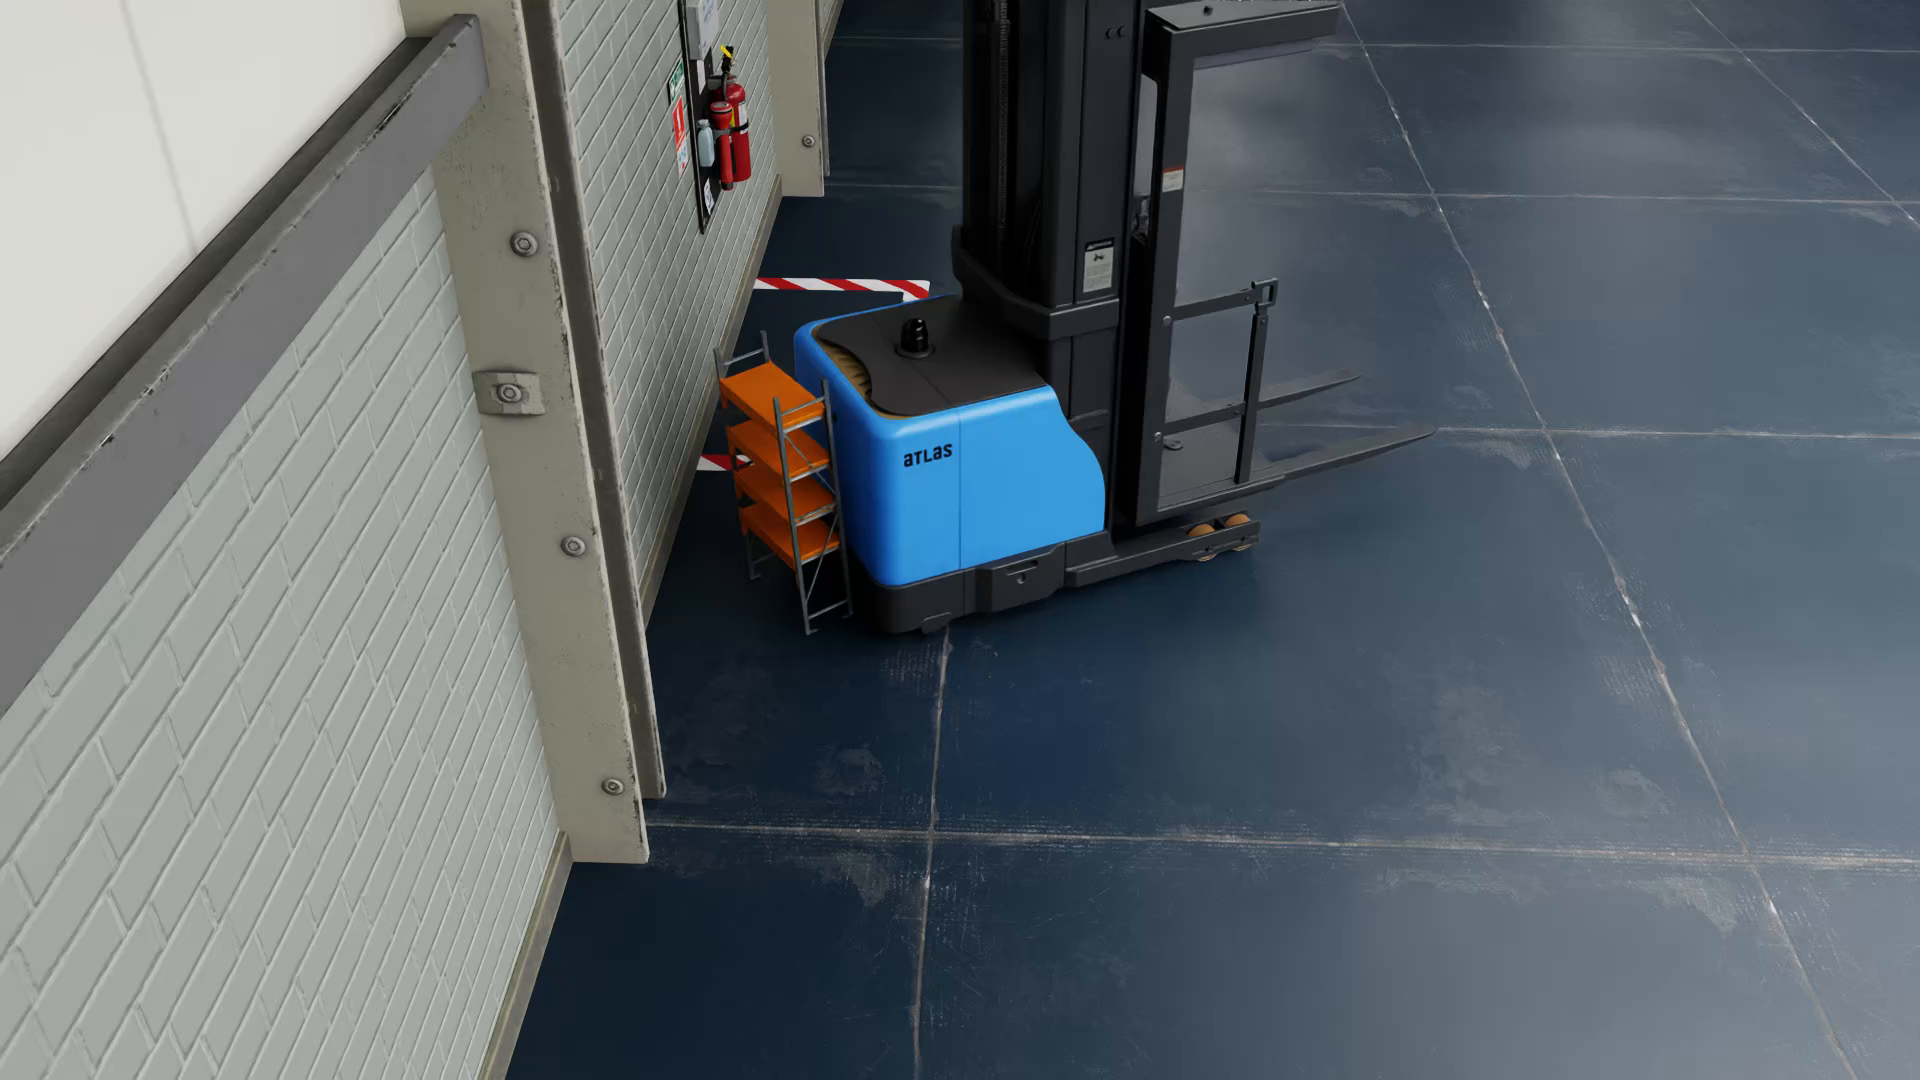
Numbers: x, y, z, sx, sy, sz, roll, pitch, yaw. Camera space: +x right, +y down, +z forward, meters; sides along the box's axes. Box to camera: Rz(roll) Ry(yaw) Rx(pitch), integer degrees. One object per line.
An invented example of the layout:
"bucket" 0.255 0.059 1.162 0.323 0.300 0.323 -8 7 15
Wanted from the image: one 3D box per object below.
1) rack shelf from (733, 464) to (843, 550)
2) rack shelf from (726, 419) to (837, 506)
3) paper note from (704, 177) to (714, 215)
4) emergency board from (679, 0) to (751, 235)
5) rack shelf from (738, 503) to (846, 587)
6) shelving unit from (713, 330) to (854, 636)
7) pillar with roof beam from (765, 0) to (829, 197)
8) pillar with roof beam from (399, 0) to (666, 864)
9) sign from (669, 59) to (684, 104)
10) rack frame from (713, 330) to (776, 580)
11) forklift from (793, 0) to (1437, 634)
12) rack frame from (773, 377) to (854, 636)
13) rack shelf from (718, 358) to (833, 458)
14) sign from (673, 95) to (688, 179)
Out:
"rack shelf" -0.733 -0.176 7.061 0.258 0.148 0.480 -25 42 -26
"rack shelf" -0.744 -0.354 6.926 0.258 0.148 0.480 -25 42 -26
"paper note" -1.262 -1.732 8.372 0.016 0.148 0.142 1 35 2
"emergency board" -1.186 -2.192 8.261 0.194 1.169 0.643 1 35 2
"rack shelf" -0.723 -0.017 7.180 0.258 0.148 0.480 -25 42 -26
"shelving unit" -0.736 -0.229 7.020 0.258 1.200 0.503 -25 42 -26
"pillar with roof beam" 3.253 -5.966 8.413 9.100 9.000 0.400 1 35 2
"pillar with roof beam" 3.012 -2.519 3.508 9.100 9.000 0.400 1 35 2
"sign" -1.302 -2.111 7.653 0.001 0.109 0.331 1 35 2
"rack frame" -0.876 -0.344 7.184 0.240 1.200 0.015 -25 42 -26
"forklift" 0.823 -1.362 7.140 3.031 2.935 1.130 -15 38 -20
"rack frame" -0.596 -0.114 6.856 0.240 1.200 0.015 -25 42 -26
"rack shelf" -0.755 -0.543 6.784 0.258 0.148 0.480 -25 42 -26
"sign" -1.312 -1.892 7.802 0.001 0.329 0.234 1 35 2
